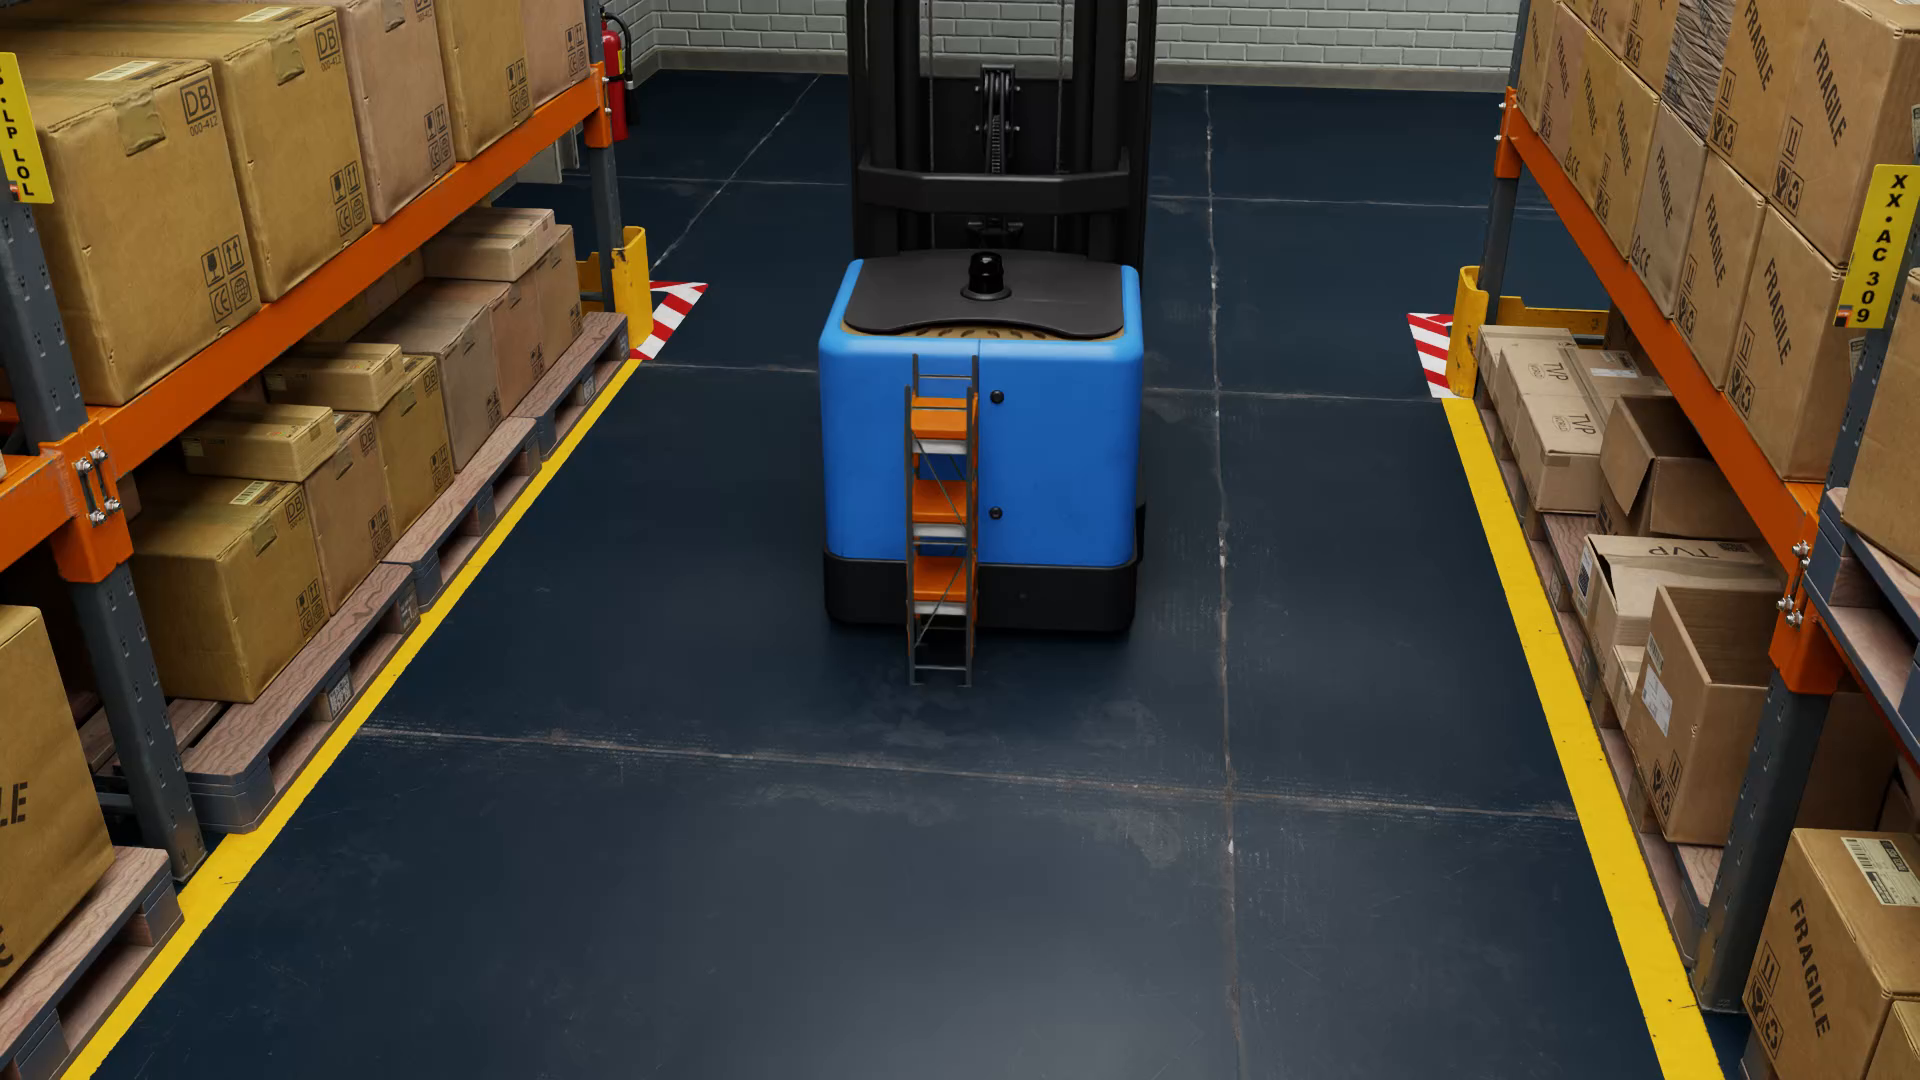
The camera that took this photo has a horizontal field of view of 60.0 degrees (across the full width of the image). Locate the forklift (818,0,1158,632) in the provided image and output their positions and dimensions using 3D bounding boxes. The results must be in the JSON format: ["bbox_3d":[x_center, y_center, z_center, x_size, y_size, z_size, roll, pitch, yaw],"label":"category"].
[{"bbox_3d":[0.162,-1.651,6.225,1.130,2.935,3.031,2,28,4],"label":"forklift"}]

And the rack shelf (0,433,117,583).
[{"bbox_3d":[-2.837,0.816,2.332,1.077,0.370,4.000,3,28,6],"label":"rack shelf"}]

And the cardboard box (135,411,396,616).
[{"bbox_3d":[-2.333,-0.109,5.483,0.700,0.500,0.500,3,28,6],"label":"cardboard box"}]

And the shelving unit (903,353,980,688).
[{"bbox_3d":[-0.055,-0.047,5.230,0.215,1.050,0.252,2,28,4],"label":"shelving unit"}]

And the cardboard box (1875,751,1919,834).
[{"bbox_3d":[2.591,0.649,4.254,0.500,0.311,0.500,3,28,6],"label":"cardboard box"}]

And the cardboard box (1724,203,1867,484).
[{"bbox_3d":[2.132,-0.451,3.818,0.500,0.500,0.500,4,29,7],"label":"cardboard box"}]

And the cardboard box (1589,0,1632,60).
[{"bbox_3d":[2.376,-1.848,5.358,0.500,0.500,0.500,4,29,7],"label":"cardboard box"}]

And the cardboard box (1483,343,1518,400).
[{"bbox_3d":[2.392,-0.691,6.893,0.380,0.166,0.250,3,28,6],"label":"cardboard box"}]

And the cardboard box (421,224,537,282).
[{"bbox_3d":[-1.954,-1.169,6.765,0.380,0.149,0.250,4,29,8],"label":"cardboard box"}]

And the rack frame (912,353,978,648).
[{"bbox_3d":[-0.046,-0.105,5.337,0.200,1.050,0.008,2,28,4],"label":"rack frame"}]

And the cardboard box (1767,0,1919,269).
[{"bbox_3d":[2.130,-0.894,3.587,0.500,0.500,0.500,3,29,6],"label":"cardboard box"}]

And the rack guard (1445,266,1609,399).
[{"bbox_3d":[2.806,-0.903,7.399,1.175,0.500,0.348,3,28,6],"label":"rack guard"}]

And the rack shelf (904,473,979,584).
[{"bbox_3d":[-0.055,-0.038,5.235,0.215,0.259,0.240,2,28,4],"label":"rack shelf"}]

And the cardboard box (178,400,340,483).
[{"bbox_3d":[-2.175,-0.309,5.170,0.380,0.149,0.250,4,29,8],"label":"cardboard box"}]

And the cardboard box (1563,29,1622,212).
[{"bbox_3d":[2.377,-1.410,5.600,0.500,0.500,0.500,3,28,6],"label":"cardboard box"}]

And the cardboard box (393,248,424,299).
[{"bbox_3d":[-2.364,-1.074,6.590,0.380,0.149,0.250,4,29,7],"label":"cardboard box"}]

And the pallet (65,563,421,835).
[{"bbox_3d":[-2.421,0.432,5.226,1.003,0.211,1.213,3,28,6],"label":"pallet"}]

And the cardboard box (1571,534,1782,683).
[{"bbox_3d":[2.205,0.196,5.095,0.500,0.311,0.500,3,28,6],"label":"cardboard box"}]

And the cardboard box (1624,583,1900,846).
[{"bbox_3d":[2.113,0.466,4.395,0.500,0.500,0.500,3,28,6],"label":"cardboard box"}]

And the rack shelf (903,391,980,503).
[{"bbox_3d":[-0.055,-0.287,5.101,0.215,0.259,0.240,2,28,4],"label":"rack shelf"}]

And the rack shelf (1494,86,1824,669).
[{"bbox_3d":[2.570,-0.781,5.296,1.077,0.370,4.000,3,28,6],"label":"rack shelf"}]

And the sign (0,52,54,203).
[{"bbox_3d":[-2.052,-0.890,3.603,0.100,0.325,0.005,3,28,6],"label":"sign"}]

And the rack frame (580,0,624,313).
[{"bbox_3d":[-2.102,-2.325,7.404,1.000,3.000,0.127,3,28,6],"label":"rack frame"}]

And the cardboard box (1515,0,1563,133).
[{"bbox_3d":[2.499,-1.890,6.490,0.500,0.500,0.500,4,29,7],"label":"cardboard box"}]

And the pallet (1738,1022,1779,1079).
[{"bbox_3d":[2.263,1.456,3.324,1.003,0.211,1.213,3,28,6],"label":"pallet"}]

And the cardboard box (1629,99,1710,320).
[{"bbox_3d":[2.254,-0.935,4.718,0.500,0.500,0.500,4,29,7],"label":"cardboard box"}]

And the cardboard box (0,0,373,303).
[{"bbox_3d":[-2.414,-1.172,4.947,0.980,0.700,0.700,3,28,5],"label":"cardboard box"}]

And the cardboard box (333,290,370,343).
[{"bbox_3d":[-2.425,-0.834,6.144,0.380,0.149,0.250,4,29,7],"label":"cardboard box"}]

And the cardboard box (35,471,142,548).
[{"bbox_3d":[-2.613,-0.102,4.785,0.380,0.149,0.250,3,28,6],"label":"cardboard box"}]

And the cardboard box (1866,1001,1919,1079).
[{"bbox_3d":[1.970,1.216,3.003,0.500,0.500,0.500,4,29,7],"label":"cardboard box"}]

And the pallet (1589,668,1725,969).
[{"bbox_3d":[2.410,0.748,4.639,1.003,0.211,1.213,3,28,6],"label":"pallet"}]

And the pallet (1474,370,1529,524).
[{"bbox_3d":[2.709,-0.400,6.771,1.003,0.211,1.213,3,28,6],"label":"pallet"}]

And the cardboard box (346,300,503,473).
[{"bbox_3d":[-2.210,-0.602,6.398,0.700,0.500,0.500,2,28,5],"label":"cardboard box"}]

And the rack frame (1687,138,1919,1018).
[{"bbox_3d":[2.325,-0.156,3.378,1.000,3.000,0.127,3,28,6],"label":"rack frame"}]

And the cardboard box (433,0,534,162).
[{"bbox_3d":[-2.232,-1.874,6.249,0.980,0.700,0.700,3,28,6],"label":"cardboard box"}]

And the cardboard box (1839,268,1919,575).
[{"bbox_3d":[2.045,-0.175,2.865,0.700,0.500,0.500,-6,29,-11],"label":"cardboard box"}]

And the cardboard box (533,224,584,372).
[{"bbox_3d":[-2.088,-1.074,7.275,0.700,0.500,0.500,3,28,6],"label":"cardboard box"}]

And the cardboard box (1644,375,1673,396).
[{"bbox_3d":[2.854,-0.530,6.594,0.380,0.166,0.250,3,28,6],"label":"cardboard box"}]

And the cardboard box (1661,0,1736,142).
[{"bbox_3d":[2.252,-1.372,4.475,0.500,0.500,0.500,4,29,7],"label":"cardboard box"}]

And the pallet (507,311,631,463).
[{"bbox_3d":[-2.122,-0.717,7.358,1.003,0.211,1.213,3,28,6],"label":"pallet"}]

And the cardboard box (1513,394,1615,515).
[{"bbox_3d":[2.345,-0.312,6.102,0.500,0.250,0.500,3,28,6],"label":"cardboard box"}]

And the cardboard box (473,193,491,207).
[{"bbox_3d":[-2.271,-1.430,7.251,0.380,0.149,0.250,4,29,7],"label":"cardboard box"}]
